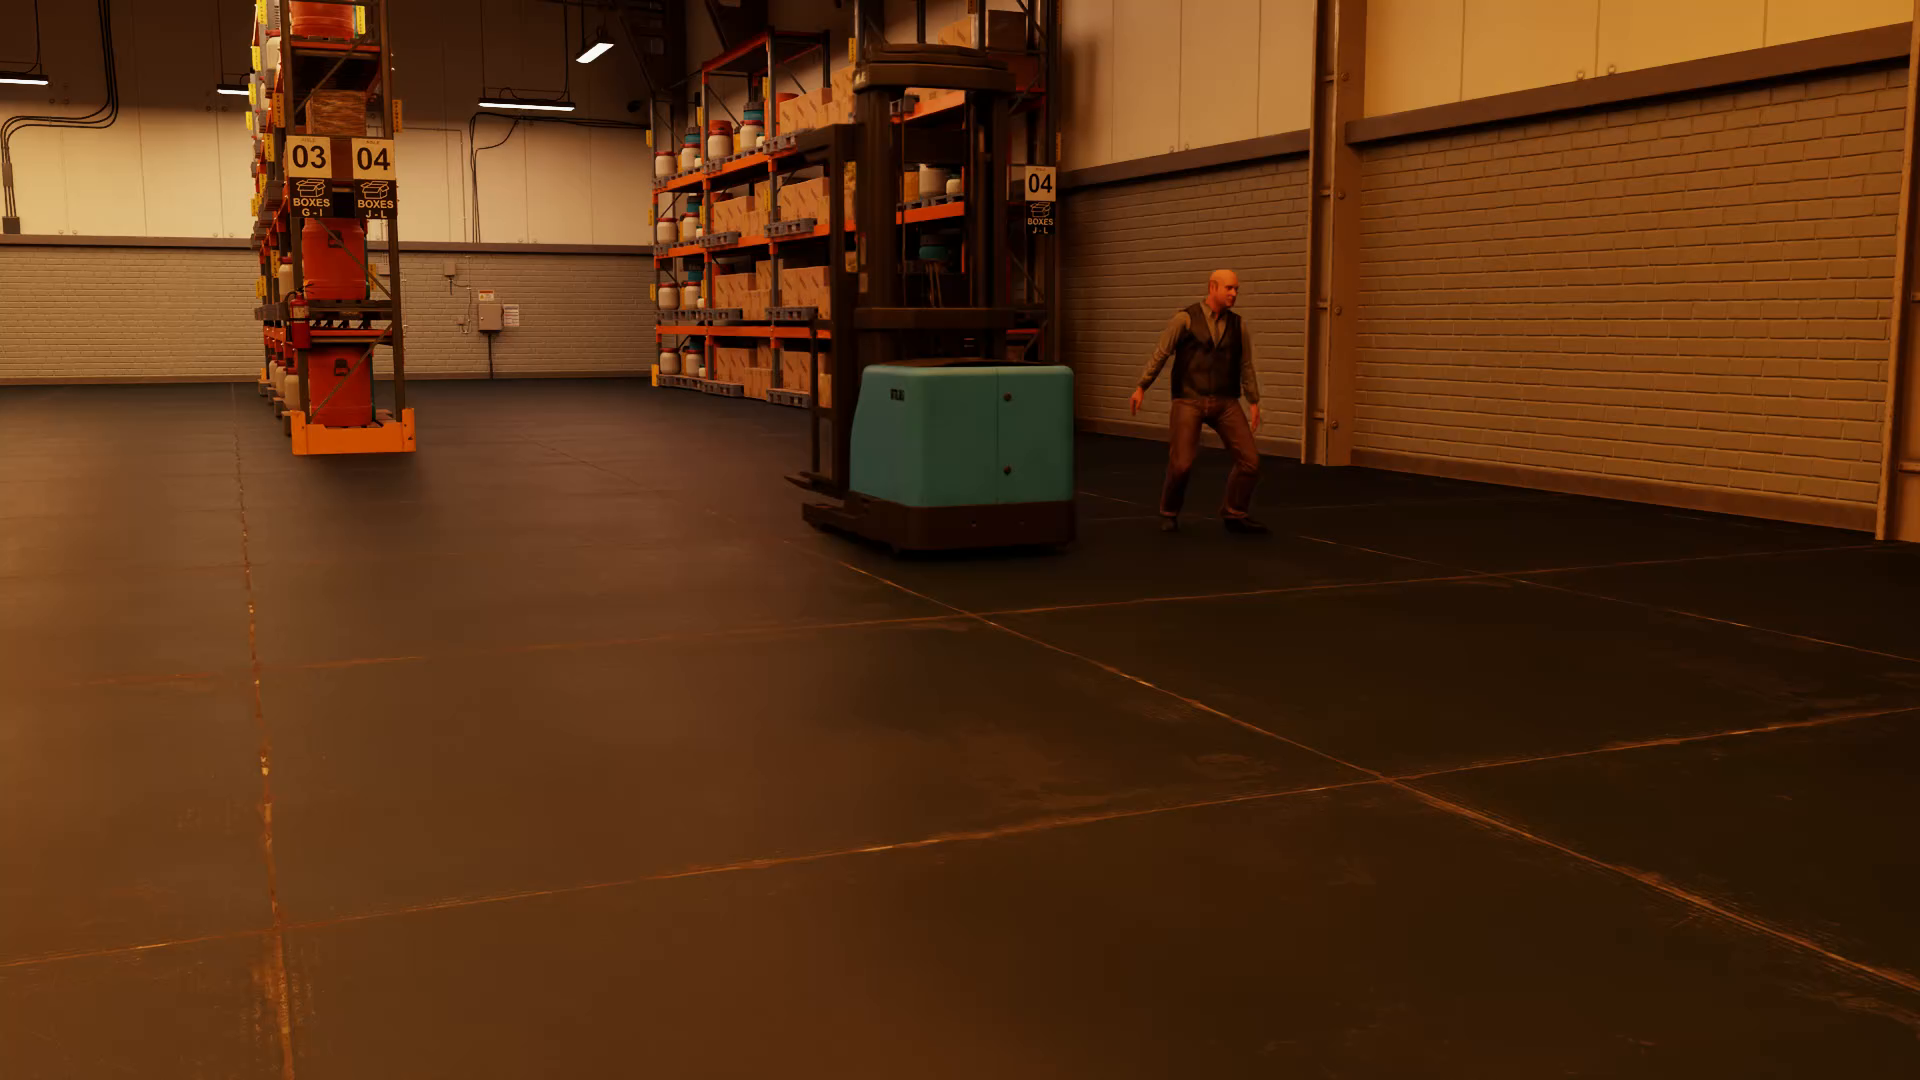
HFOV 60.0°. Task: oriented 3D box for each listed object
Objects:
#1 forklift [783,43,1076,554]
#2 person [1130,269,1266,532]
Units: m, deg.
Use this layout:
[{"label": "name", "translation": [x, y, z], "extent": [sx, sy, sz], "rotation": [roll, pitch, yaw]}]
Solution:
[{"label": "forklift", "translation": [-0.374, -1.529, 10.535], "extent": [1.130, 2.935, 3.031], "rotation": [-3, 8, -23]}, {"label": "person", "translation": [1.503, -0.859, 10.501], "extent": [0.853, 1.678, 0.485], "rotation": [-1, 8, -6]}]
